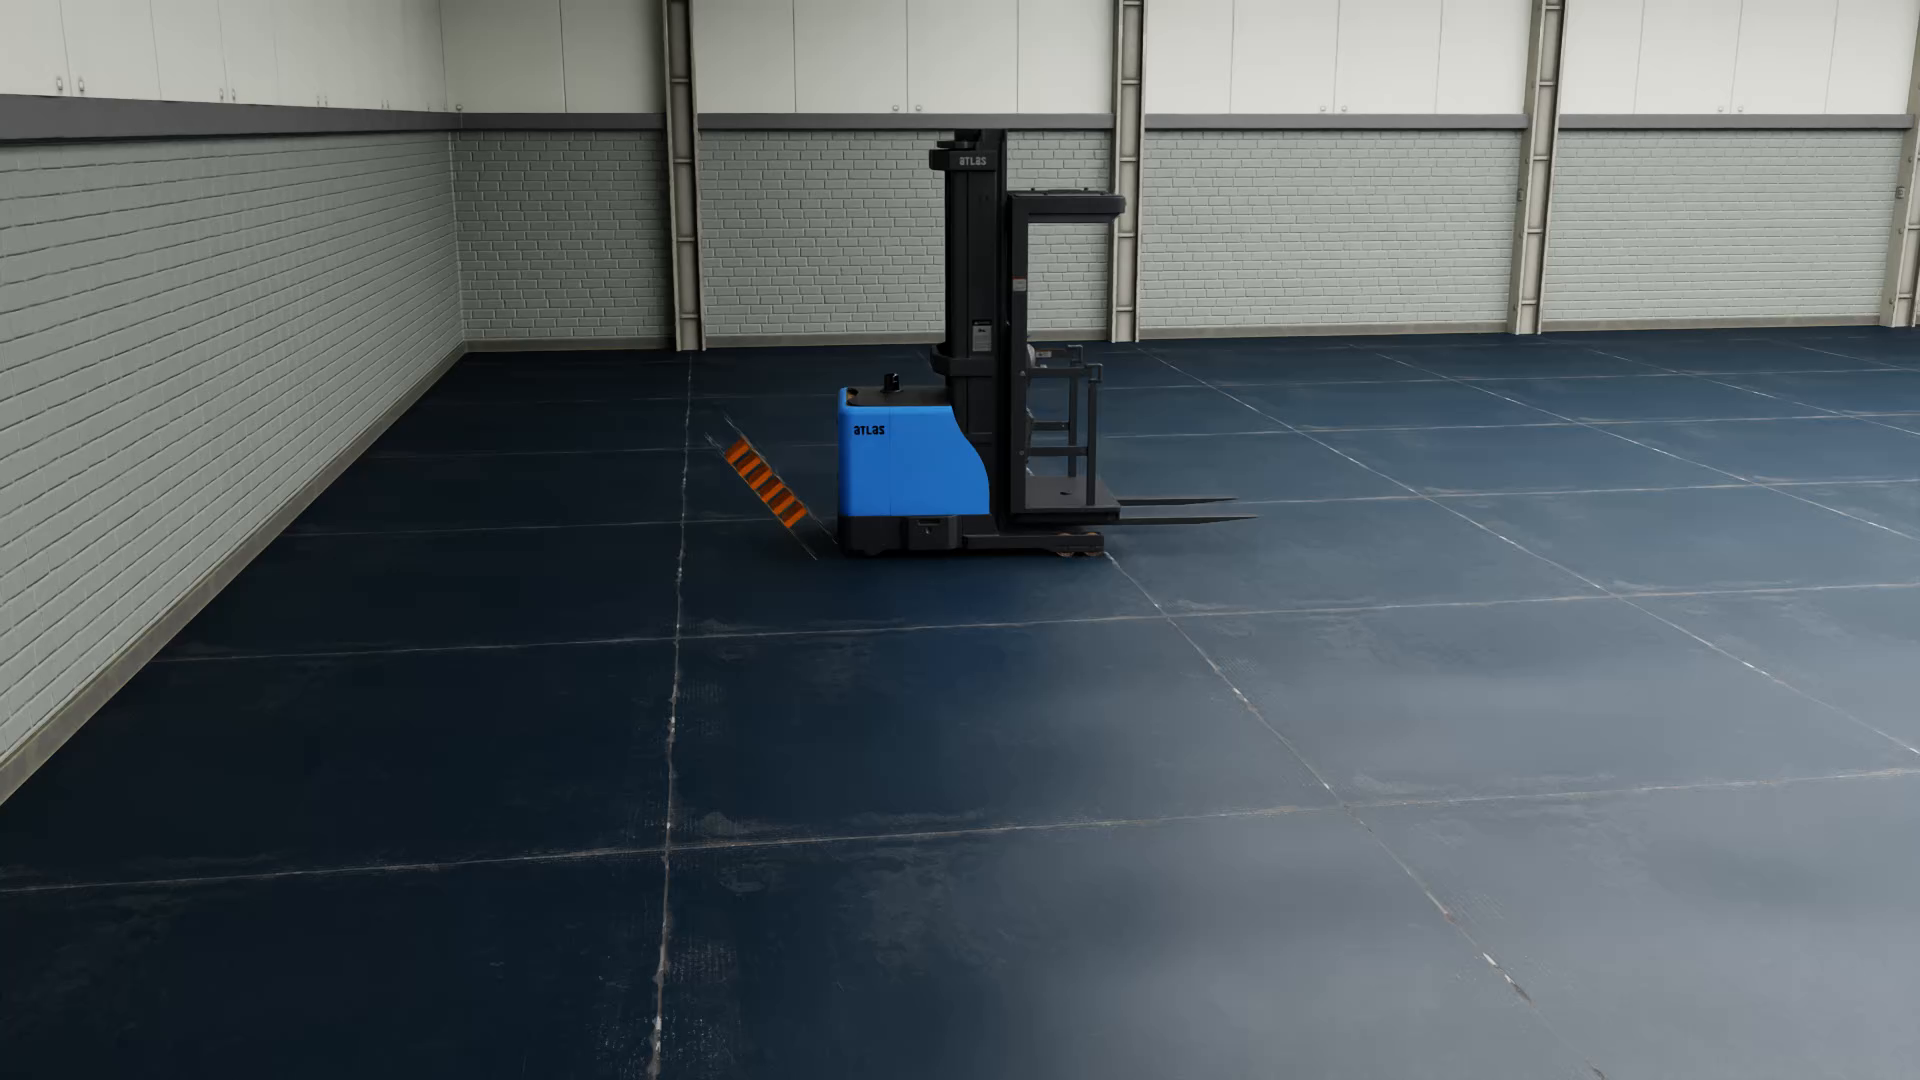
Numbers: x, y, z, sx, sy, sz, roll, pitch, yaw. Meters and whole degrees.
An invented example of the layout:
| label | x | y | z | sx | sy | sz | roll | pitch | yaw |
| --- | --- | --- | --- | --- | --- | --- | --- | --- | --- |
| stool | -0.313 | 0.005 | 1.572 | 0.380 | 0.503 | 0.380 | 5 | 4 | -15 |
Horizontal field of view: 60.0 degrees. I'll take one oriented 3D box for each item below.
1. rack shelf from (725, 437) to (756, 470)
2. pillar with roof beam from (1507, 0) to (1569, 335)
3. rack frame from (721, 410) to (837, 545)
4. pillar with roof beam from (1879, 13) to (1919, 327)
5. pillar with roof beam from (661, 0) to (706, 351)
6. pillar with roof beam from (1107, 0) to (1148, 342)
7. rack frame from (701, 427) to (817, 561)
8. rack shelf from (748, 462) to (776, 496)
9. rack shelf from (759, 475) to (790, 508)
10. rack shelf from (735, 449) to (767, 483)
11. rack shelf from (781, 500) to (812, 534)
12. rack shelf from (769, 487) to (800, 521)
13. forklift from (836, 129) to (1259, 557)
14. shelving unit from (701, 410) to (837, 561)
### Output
| label | x | y | z | sx | sy | sz | roll | pitch | yaw |
| --- | --- | --- | --- | --- | --- | --- | --- | --- | --- |
| rack shelf | -1.515 | -0.602 | 11.438 | 0.180 | 0.103 | 0.258 | -40 | 18 | 1 |
| pillar with roof beam | 8.863 | -6.351 | 19.048 | 0.400 | 9.000 | 9.100 | -2 | 14 | -8 |
| rack frame | -1.251 | -0.432 | 11.534 | 0.006 | 1.200 | 0.240 | -40 | 18 | 1 |
| pillar with roof beam | 14.796 | -6.569 | 19.915 | 0.400 | 9.000 | 9.100 | -2 | 14 | -8 |
| pillar with roof beam | -3.003 | -5.916 | 17.314 | 0.400 | 9.000 | 9.100 | -2 | 14 | -8 |
| pillar with roof beam | 2.930 | -6.134 | 18.181 | 0.400 | 9.000 | 9.100 | -2 | 14 | -8 |
| rack frame | -1.391 | -0.315 | 11.538 | 0.006 | 1.200 | 0.240 | -40 | 18 | 1 |
| rack shelf | -1.367 | -0.428 | 11.512 | 0.180 | 0.103 | 0.258 | -40 | 18 | 1 |
| rack shelf | -1.293 | -0.341 | 11.550 | 0.180 | 0.103 | 0.258 | -40 | 18 | 1 |
| rack shelf | -1.441 | -0.515 | 11.475 | 0.180 | 0.103 | 0.258 | -40 | 18 | 1 |
| rack shelf | -1.145 | -0.168 | 11.625 | 0.180 | 0.103 | 0.258 | -40 | 18 | 1 |
| rack shelf | -1.219 | -0.255 | 11.587 | 0.180 | 0.103 | 0.258 | -40 | 18 | 1 |
| forklift | 0.623 | -1.432 | 11.905 | 3.031 | 2.935 | 1.130 | -1 | 14 | -4 |
| shelving unit | -1.321 | -0.373 | 11.536 | 0.189 | 1.200 | 0.258 | -40 | 18 | 1 |
